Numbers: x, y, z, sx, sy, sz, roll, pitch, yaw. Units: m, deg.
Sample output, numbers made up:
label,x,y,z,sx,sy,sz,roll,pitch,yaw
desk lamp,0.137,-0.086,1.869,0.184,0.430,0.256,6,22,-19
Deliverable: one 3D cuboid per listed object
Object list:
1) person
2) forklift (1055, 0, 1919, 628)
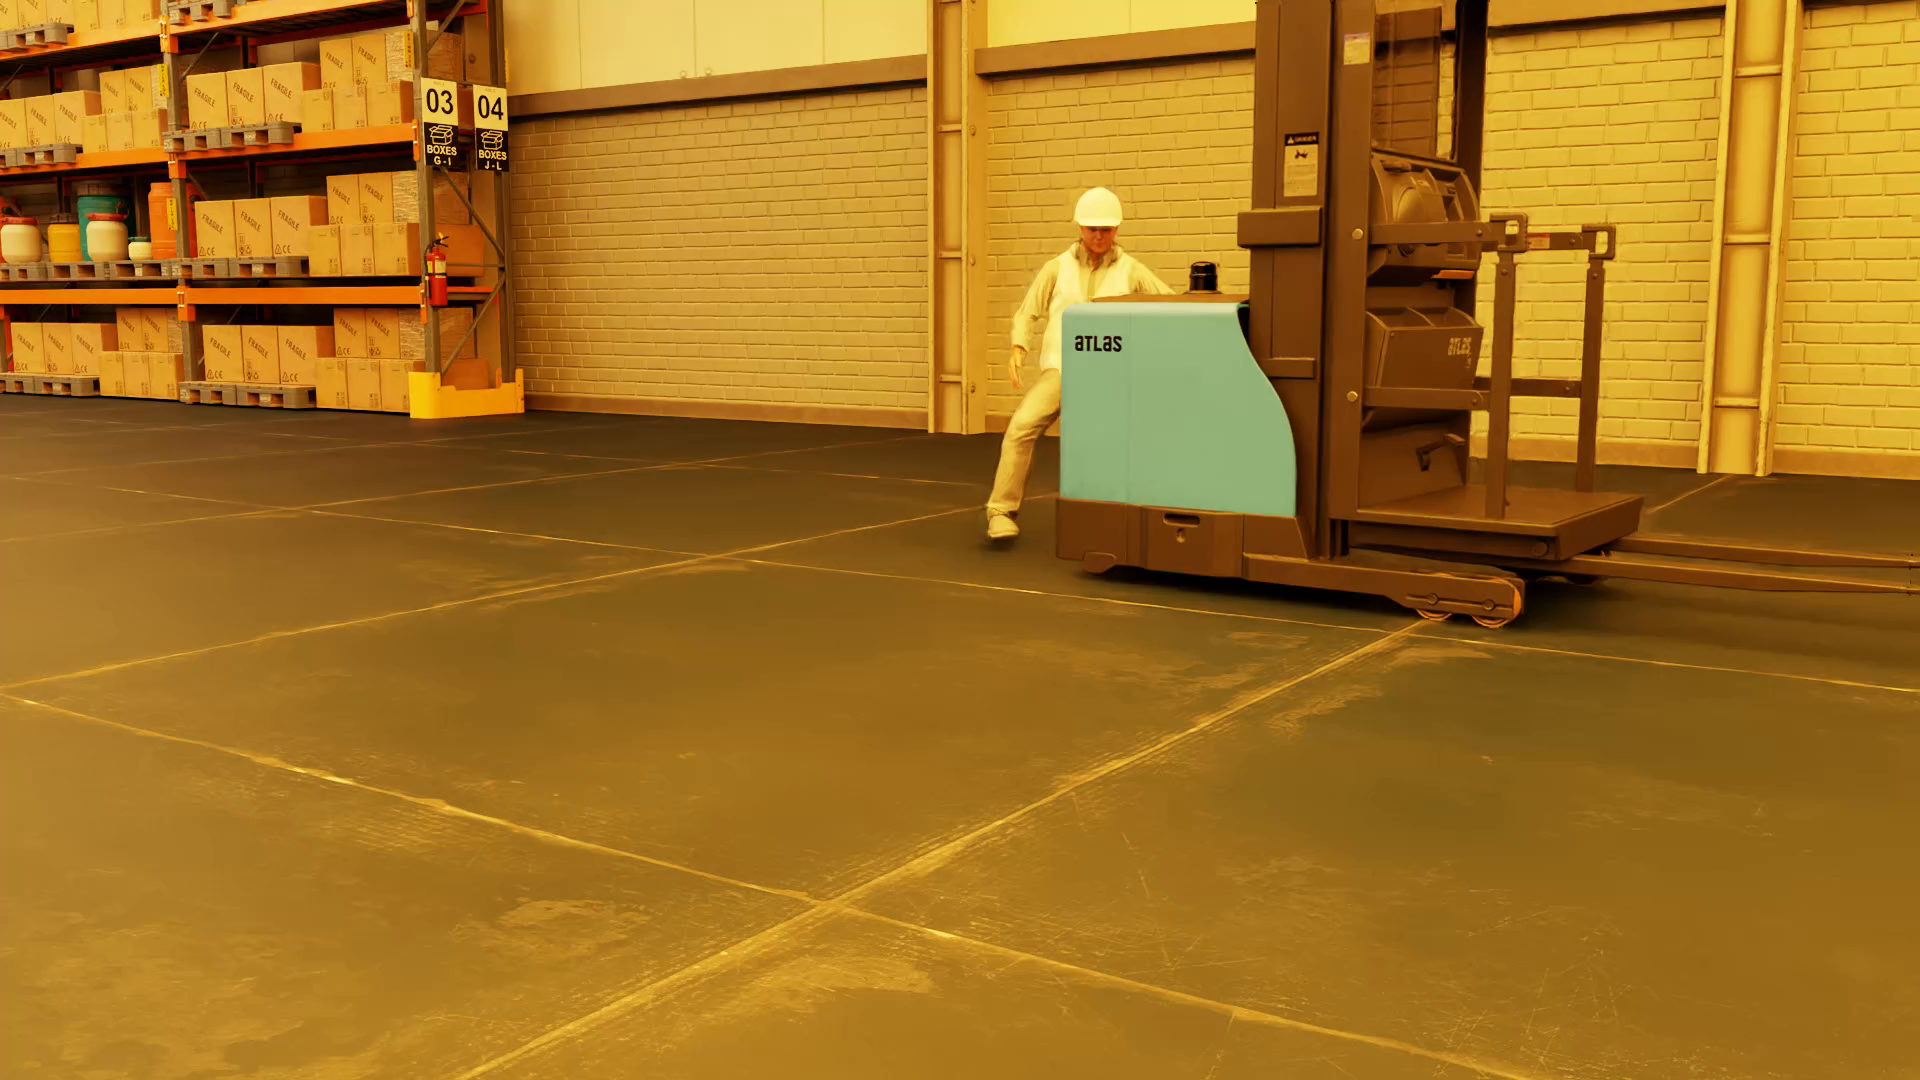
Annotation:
label,x,y,z,sx,sy,sz,roll,pitch,yaw
person,0.633,-0.783,7.591,0.979,1.632,0.888,1,8,7
forklift,1.864,-1.242,5.929,3.031,2.935,1.130,6,10,36
